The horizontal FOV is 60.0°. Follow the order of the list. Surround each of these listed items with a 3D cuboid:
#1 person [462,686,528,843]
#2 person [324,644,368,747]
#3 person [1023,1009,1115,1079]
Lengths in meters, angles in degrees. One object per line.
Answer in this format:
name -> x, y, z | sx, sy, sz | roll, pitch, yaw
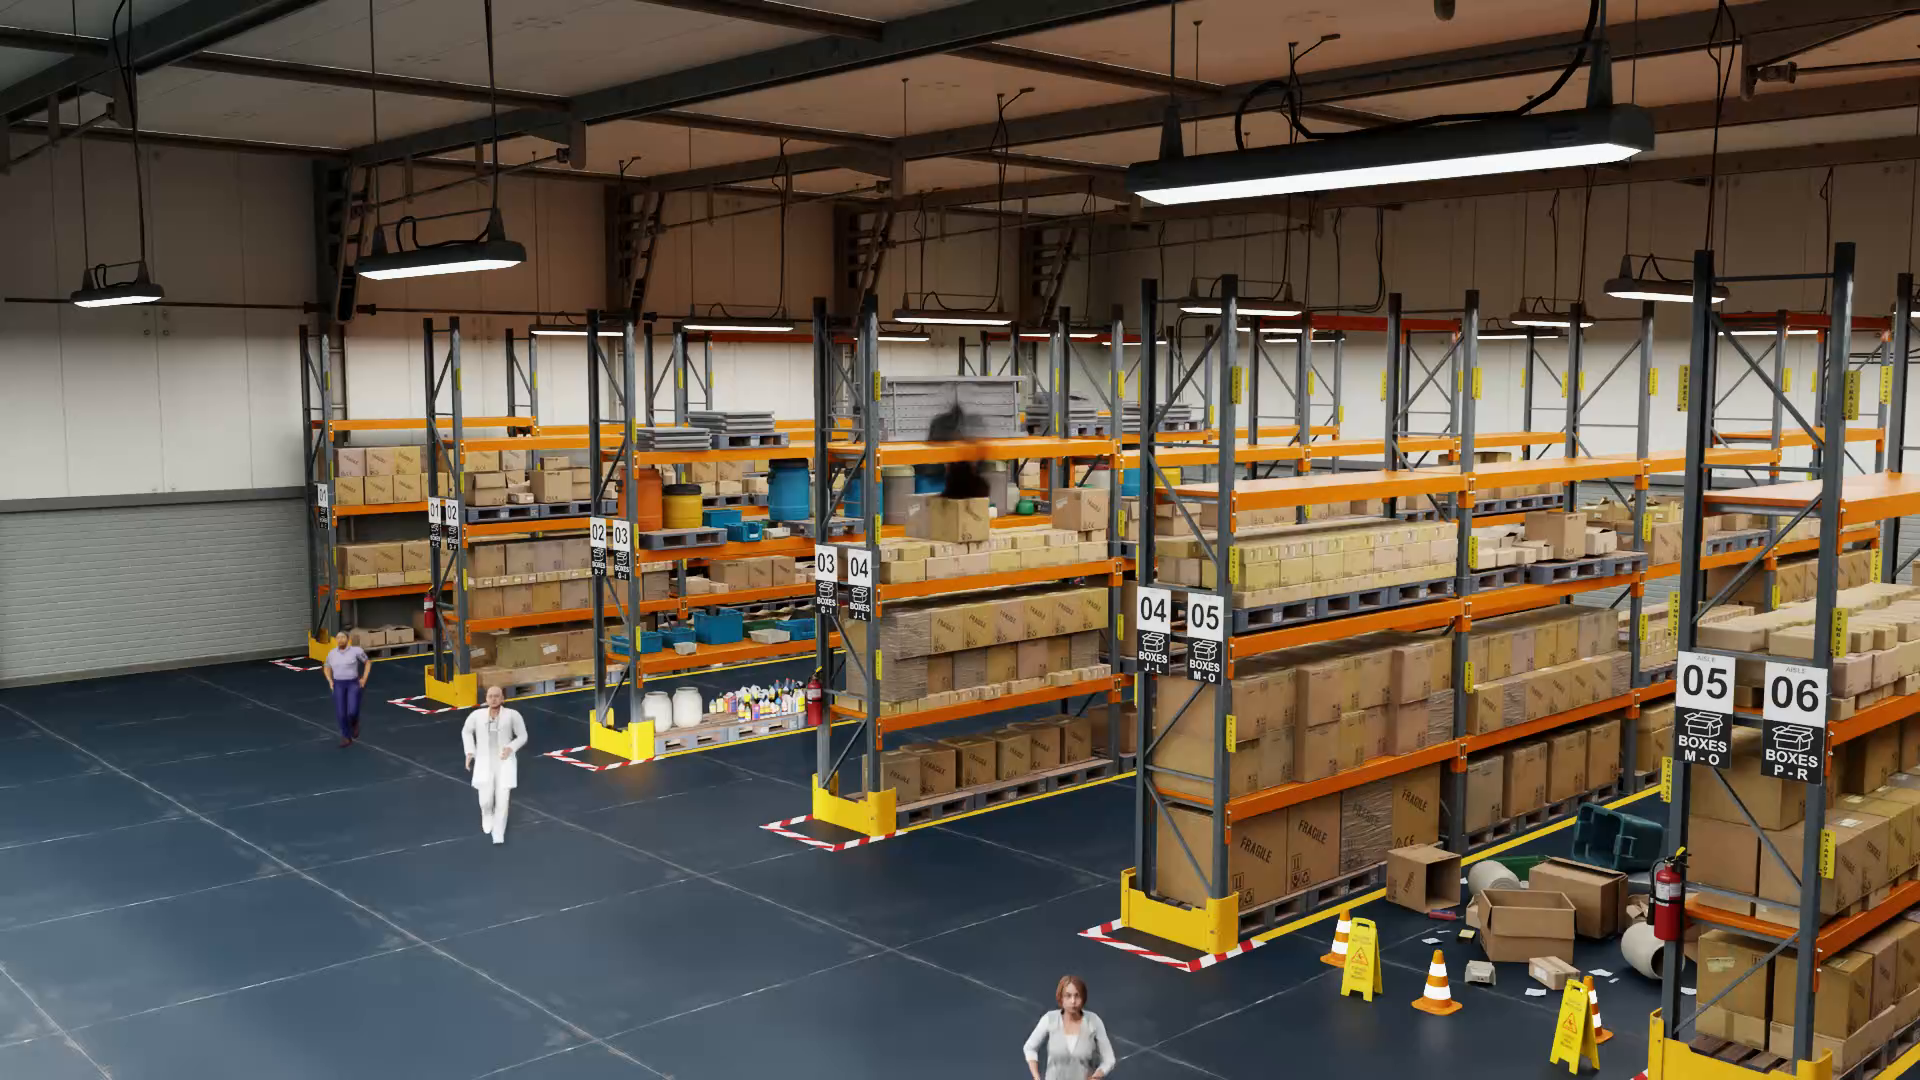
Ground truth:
person -> -5.082, 2.469, 18.202 | 0.696, 1.731, 0.624 | -1, 6, -12
person -> -8.504, 2.147, 23.028 | 0.582, 1.425, 0.496 | -1, 6, -9
person -> 0.658, 3.497, 10.029 | 0.547, 1.322, 0.767 | 0, 6, -1
